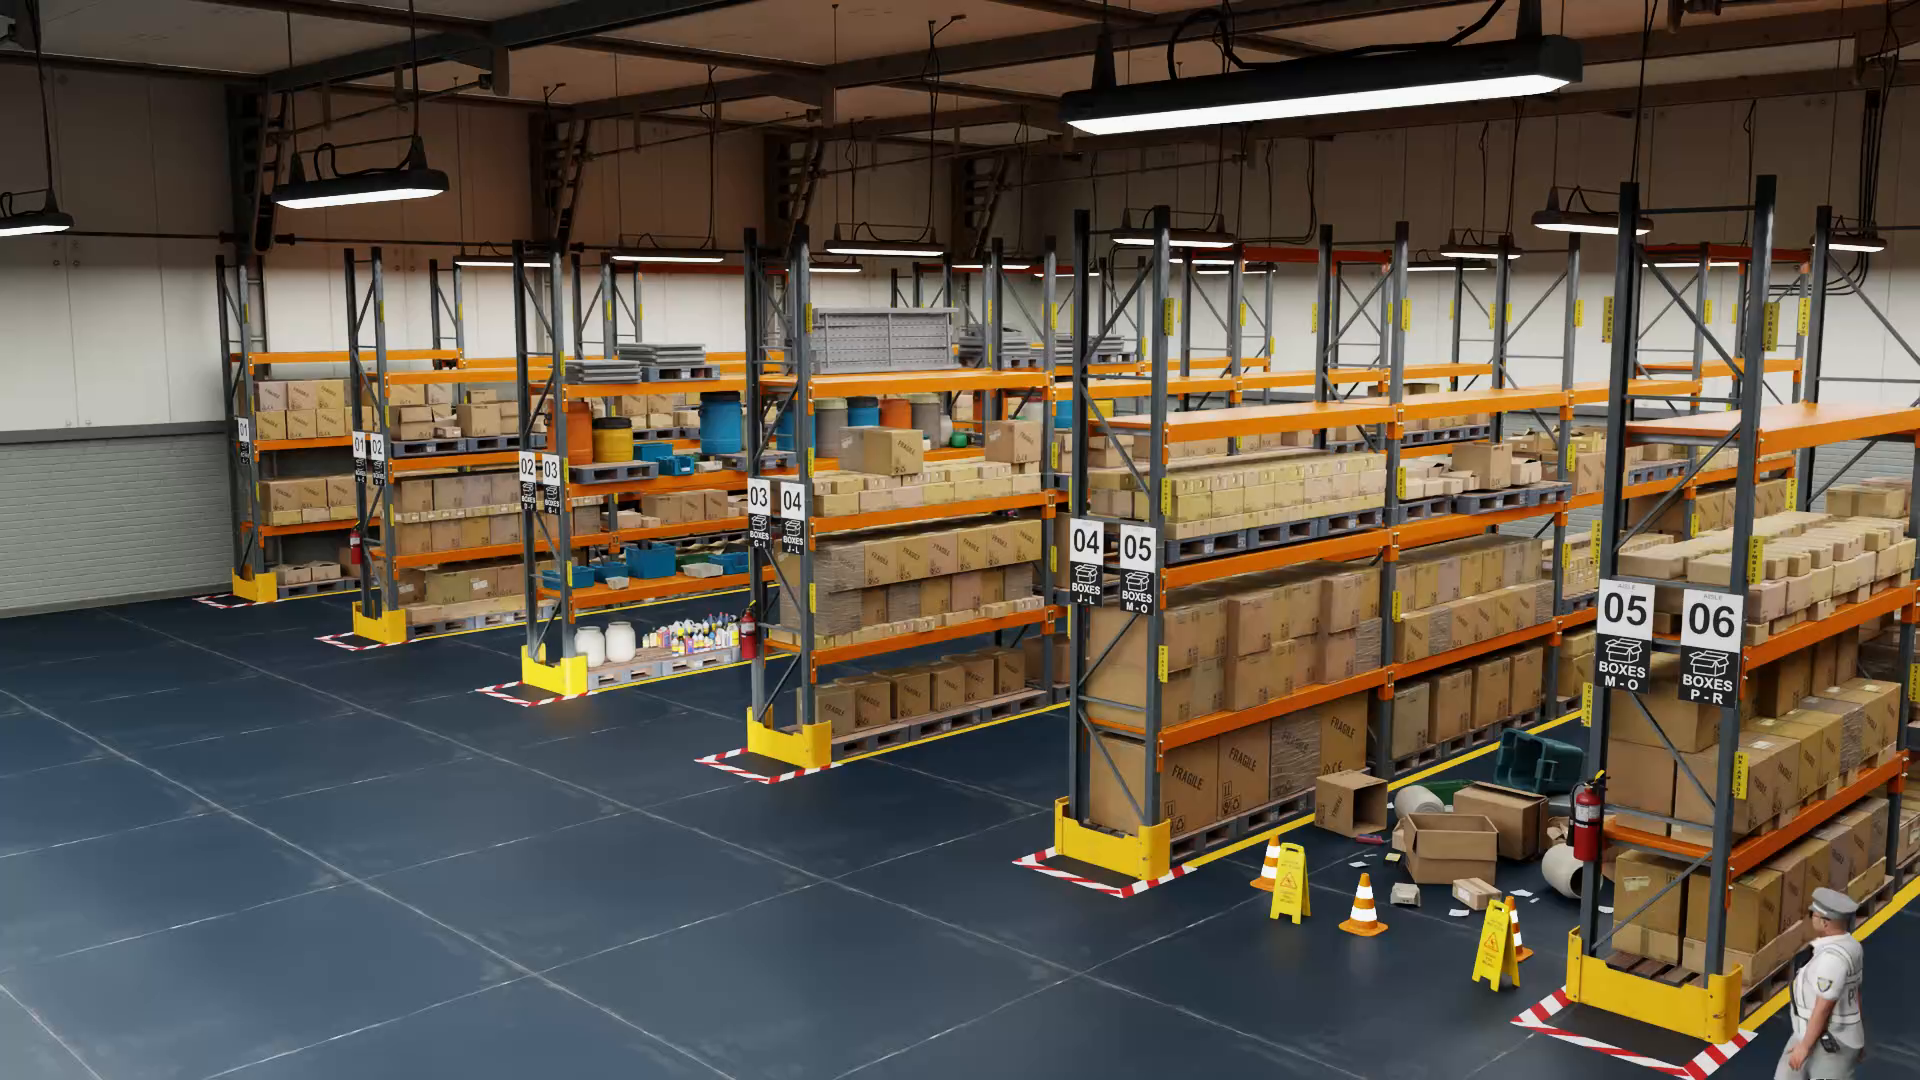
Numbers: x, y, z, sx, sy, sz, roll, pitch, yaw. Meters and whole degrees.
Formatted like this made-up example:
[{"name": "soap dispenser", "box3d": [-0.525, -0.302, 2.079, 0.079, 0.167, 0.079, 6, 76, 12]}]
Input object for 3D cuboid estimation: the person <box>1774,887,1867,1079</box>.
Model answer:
[{"name": "person", "box3d": [5.139, 2.924, 9.813, 0.955, 1.732, 0.504, 3, 9, 20]}]
